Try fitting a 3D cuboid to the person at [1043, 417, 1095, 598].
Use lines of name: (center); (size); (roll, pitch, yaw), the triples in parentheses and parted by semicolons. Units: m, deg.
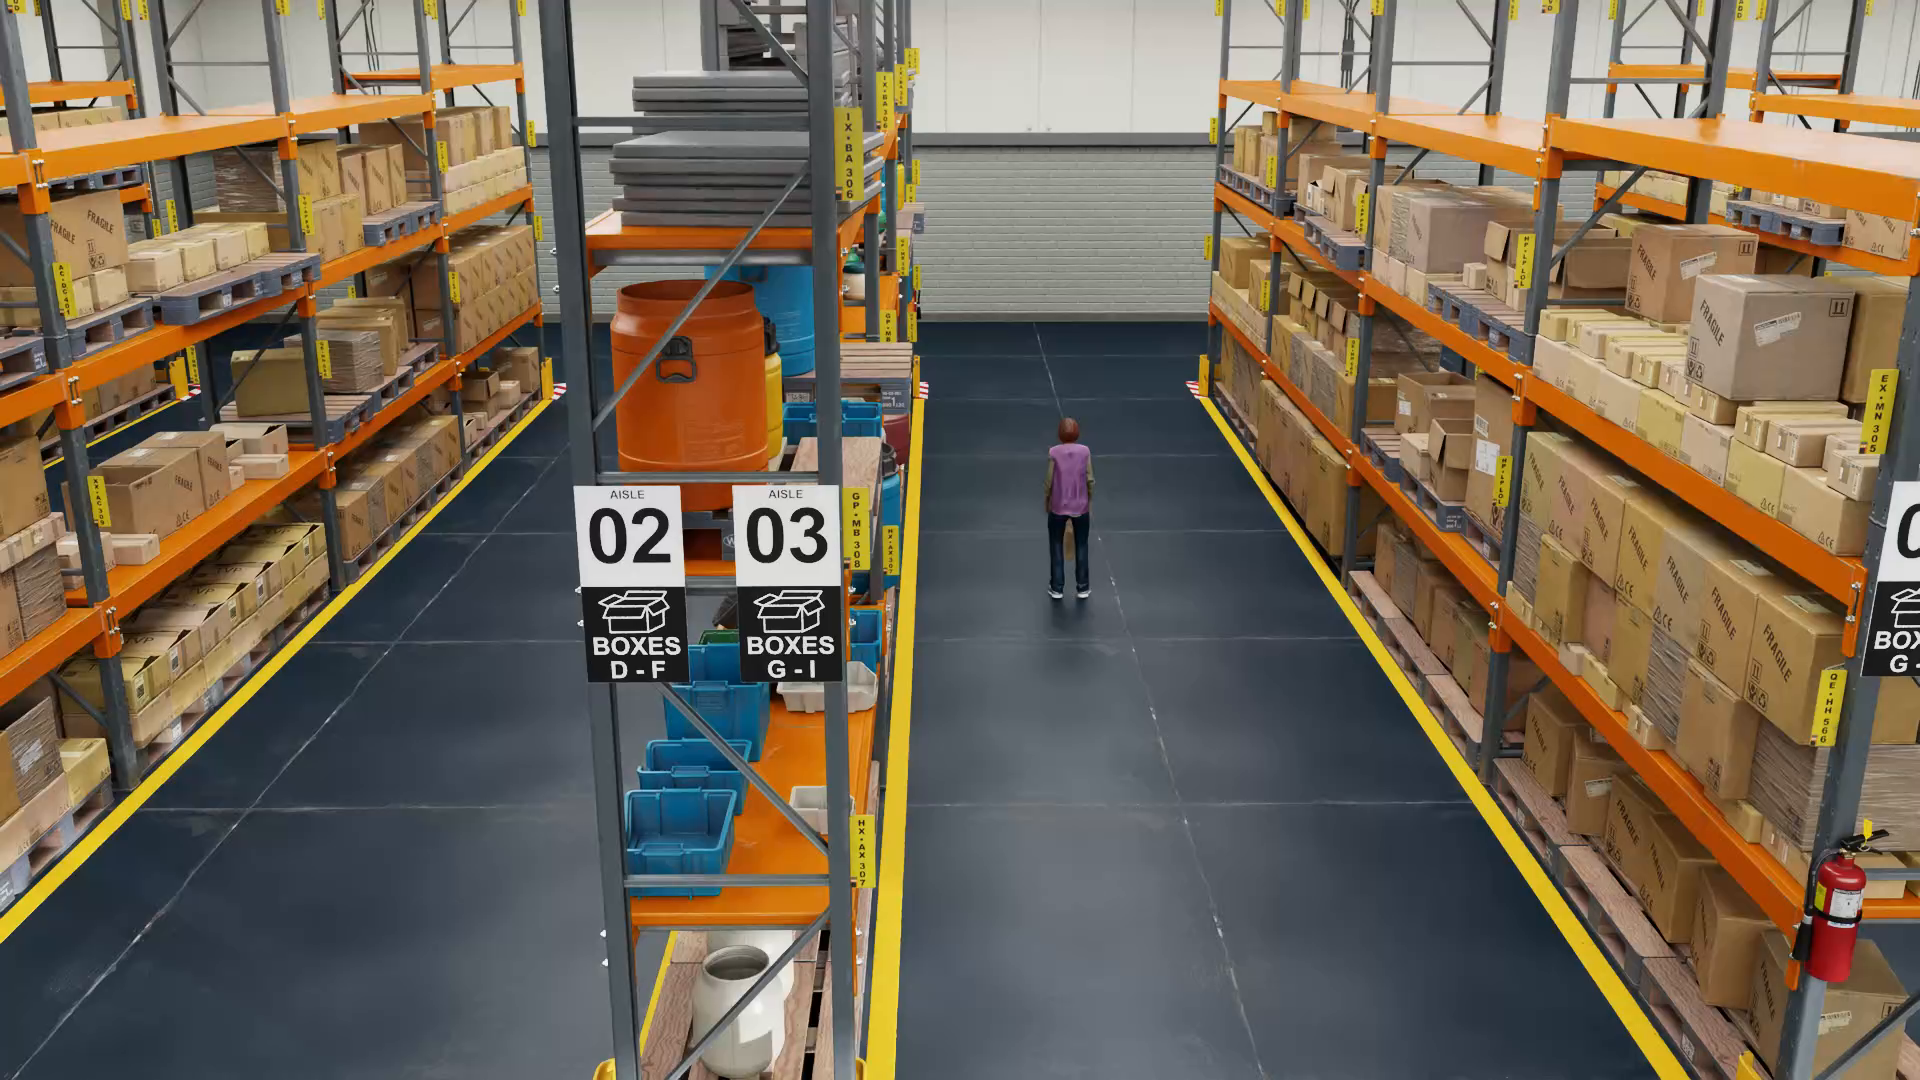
person: (0.942, -0.269, 14.417); (0.453, 1.597, 0.336); (-1, 17, -2)
